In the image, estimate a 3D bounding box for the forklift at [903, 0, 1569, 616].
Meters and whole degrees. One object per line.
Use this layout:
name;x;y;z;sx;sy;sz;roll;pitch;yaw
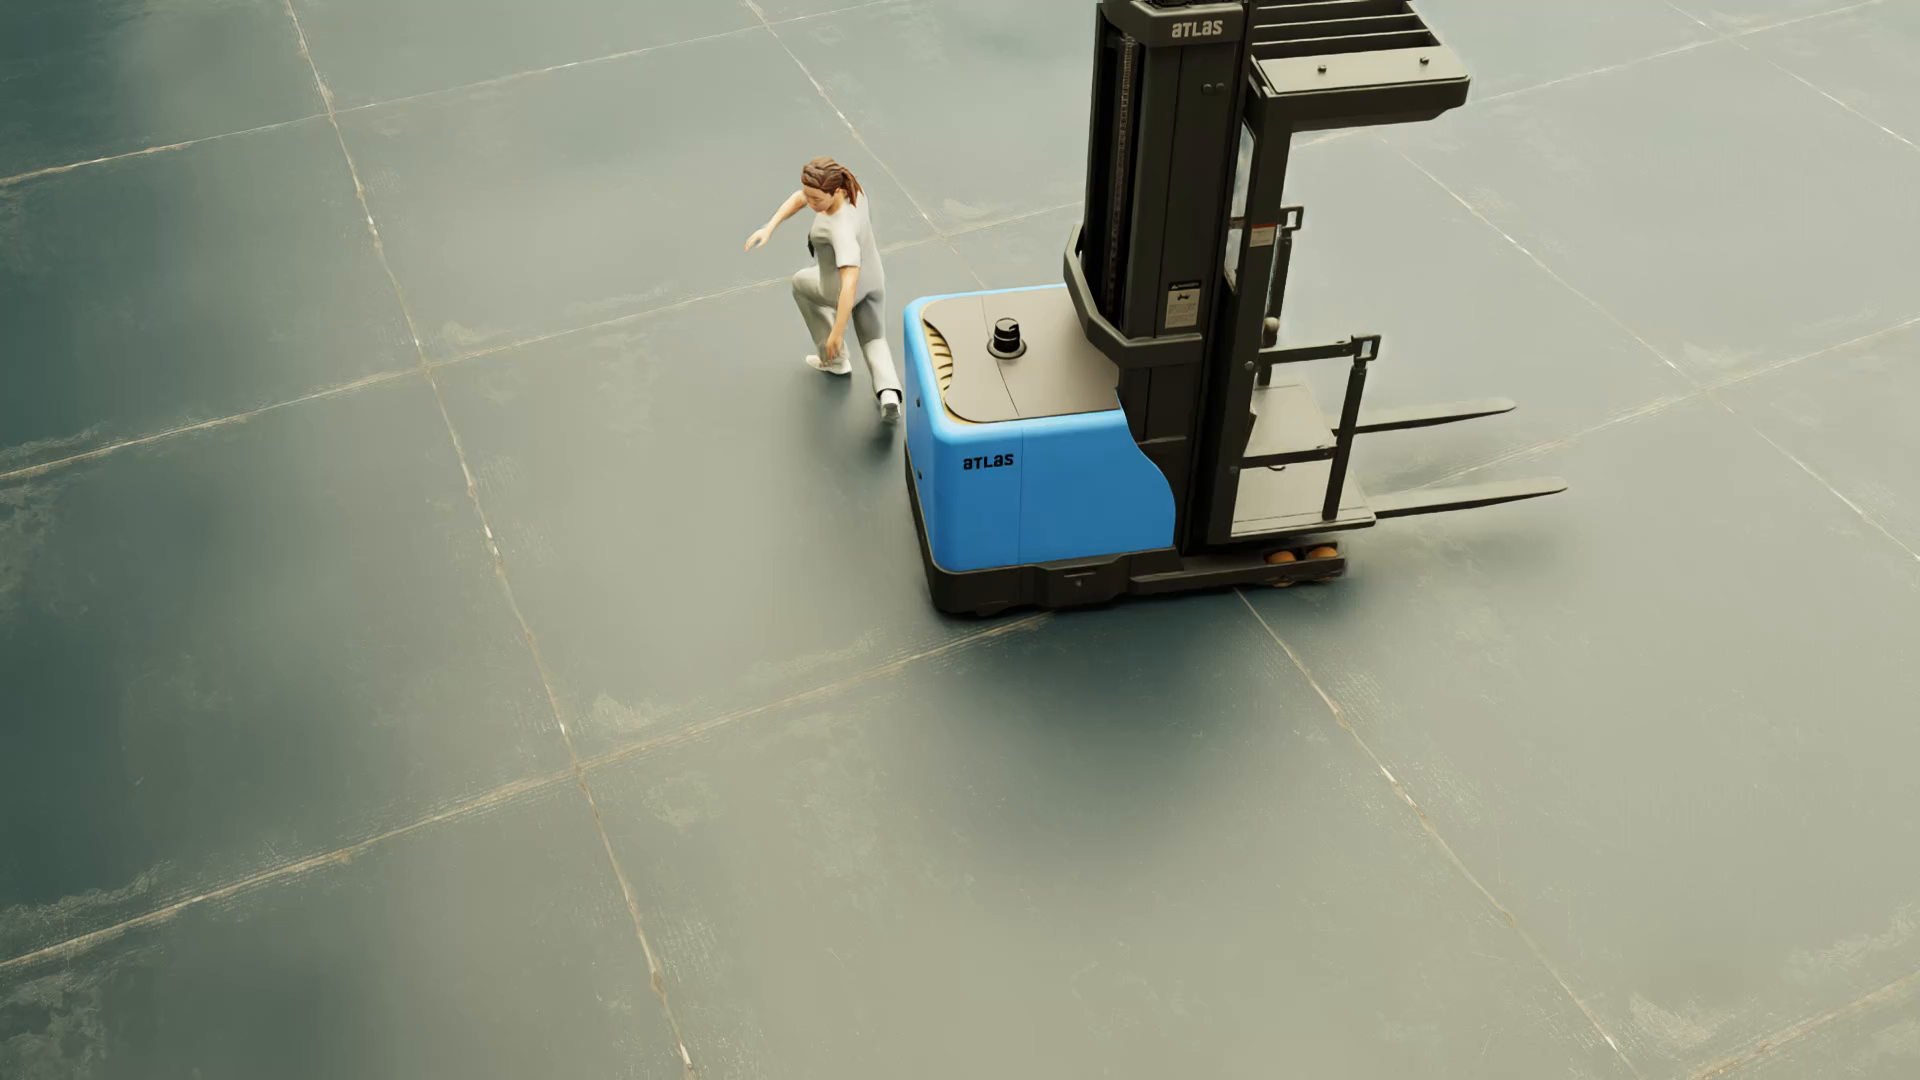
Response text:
forklift;1.300;-1.209;6.976;3.031;2.935;1.130;-7;43;-7

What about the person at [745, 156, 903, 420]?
person;-0.595;-1.235;8.150;0.608;1.446;0.919;-34;53;-31
